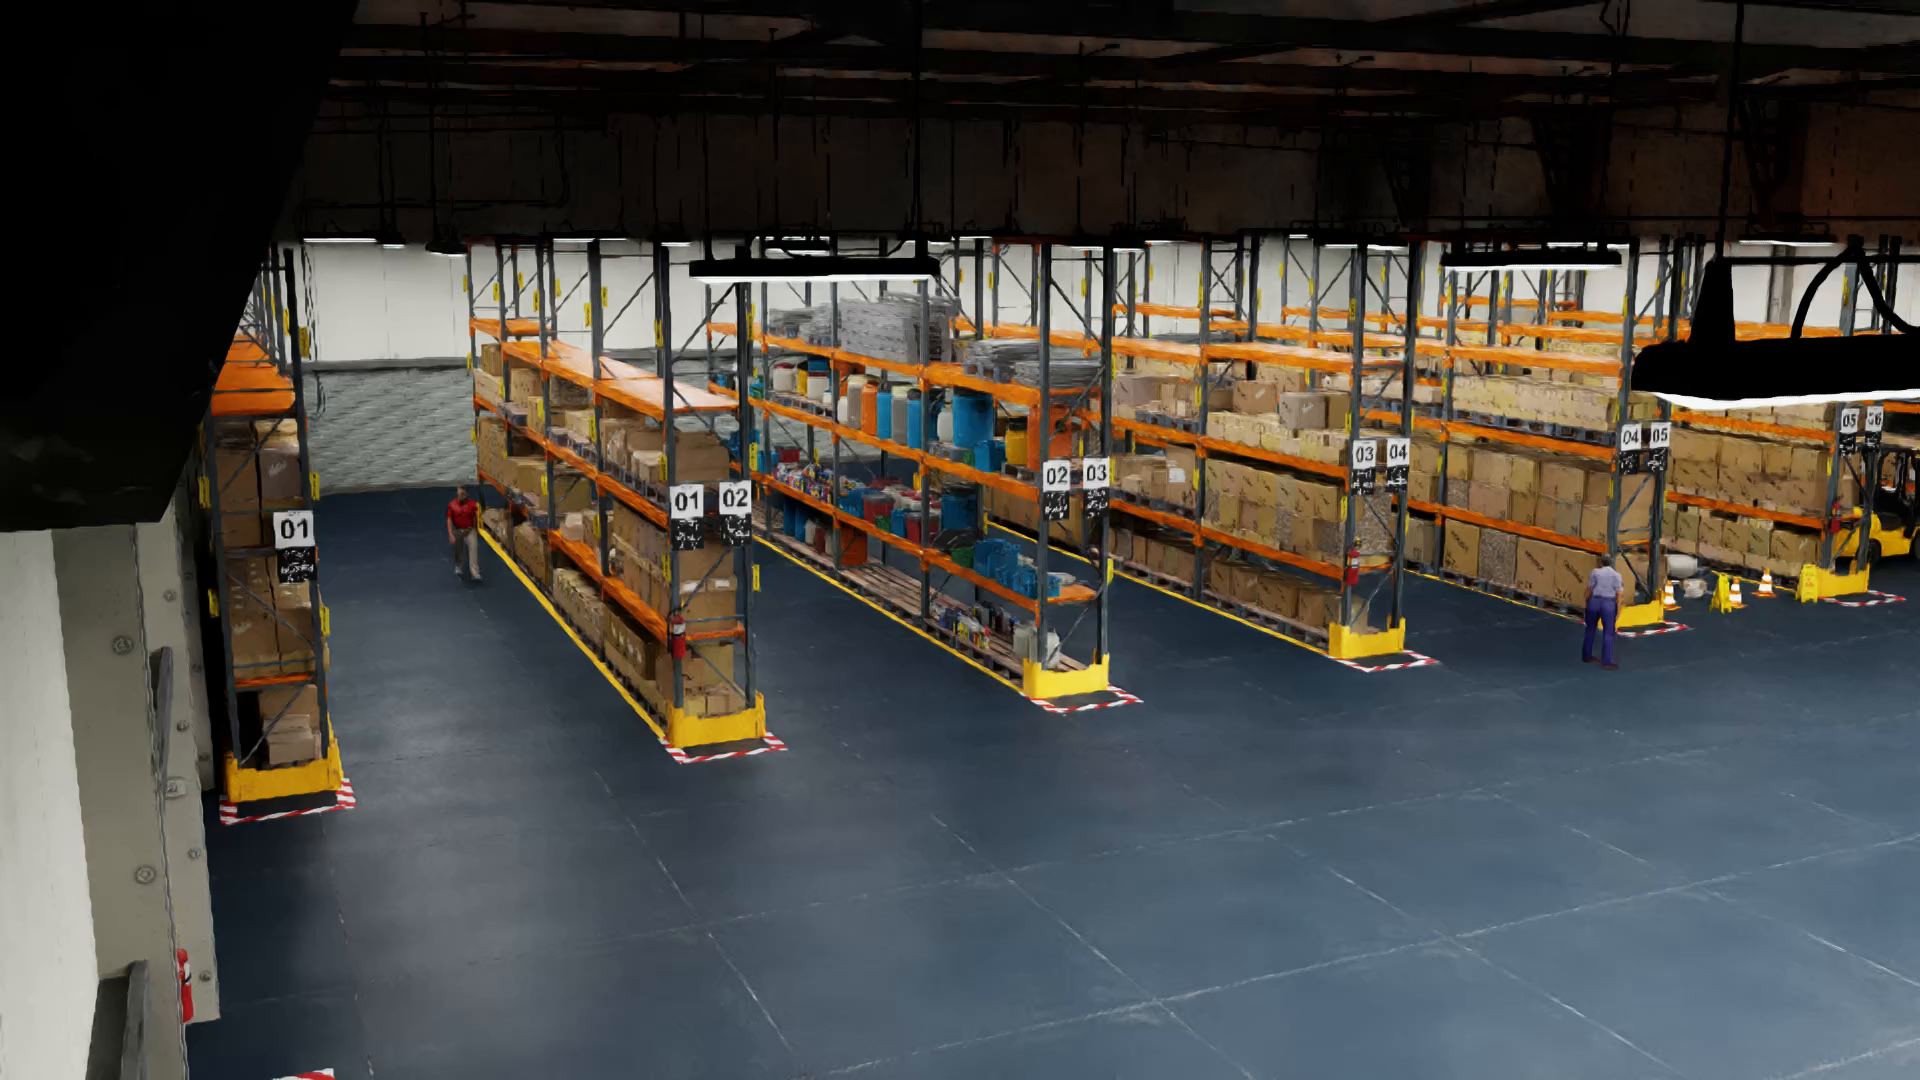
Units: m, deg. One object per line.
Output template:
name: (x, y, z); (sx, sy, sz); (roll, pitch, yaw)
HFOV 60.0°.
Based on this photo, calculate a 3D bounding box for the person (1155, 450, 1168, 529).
person: (4.124, -1.072, 34.427); (0.493, 1.600, 0.991); (-5, 12, -25)

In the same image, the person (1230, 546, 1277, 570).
person: (5.278, -0.241, 30.113); (0.635, 1.606, 0.807); (-9, 14, -39)

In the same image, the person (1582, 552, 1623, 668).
person: (9.171, 1.027, 23.720); (0.531, 1.557, 0.429); (8, 13, 35)

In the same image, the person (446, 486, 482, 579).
person: (-8.819, -0.152, 29.501); (0.542, 1.645, 1.126); (-4, 12, -21)
